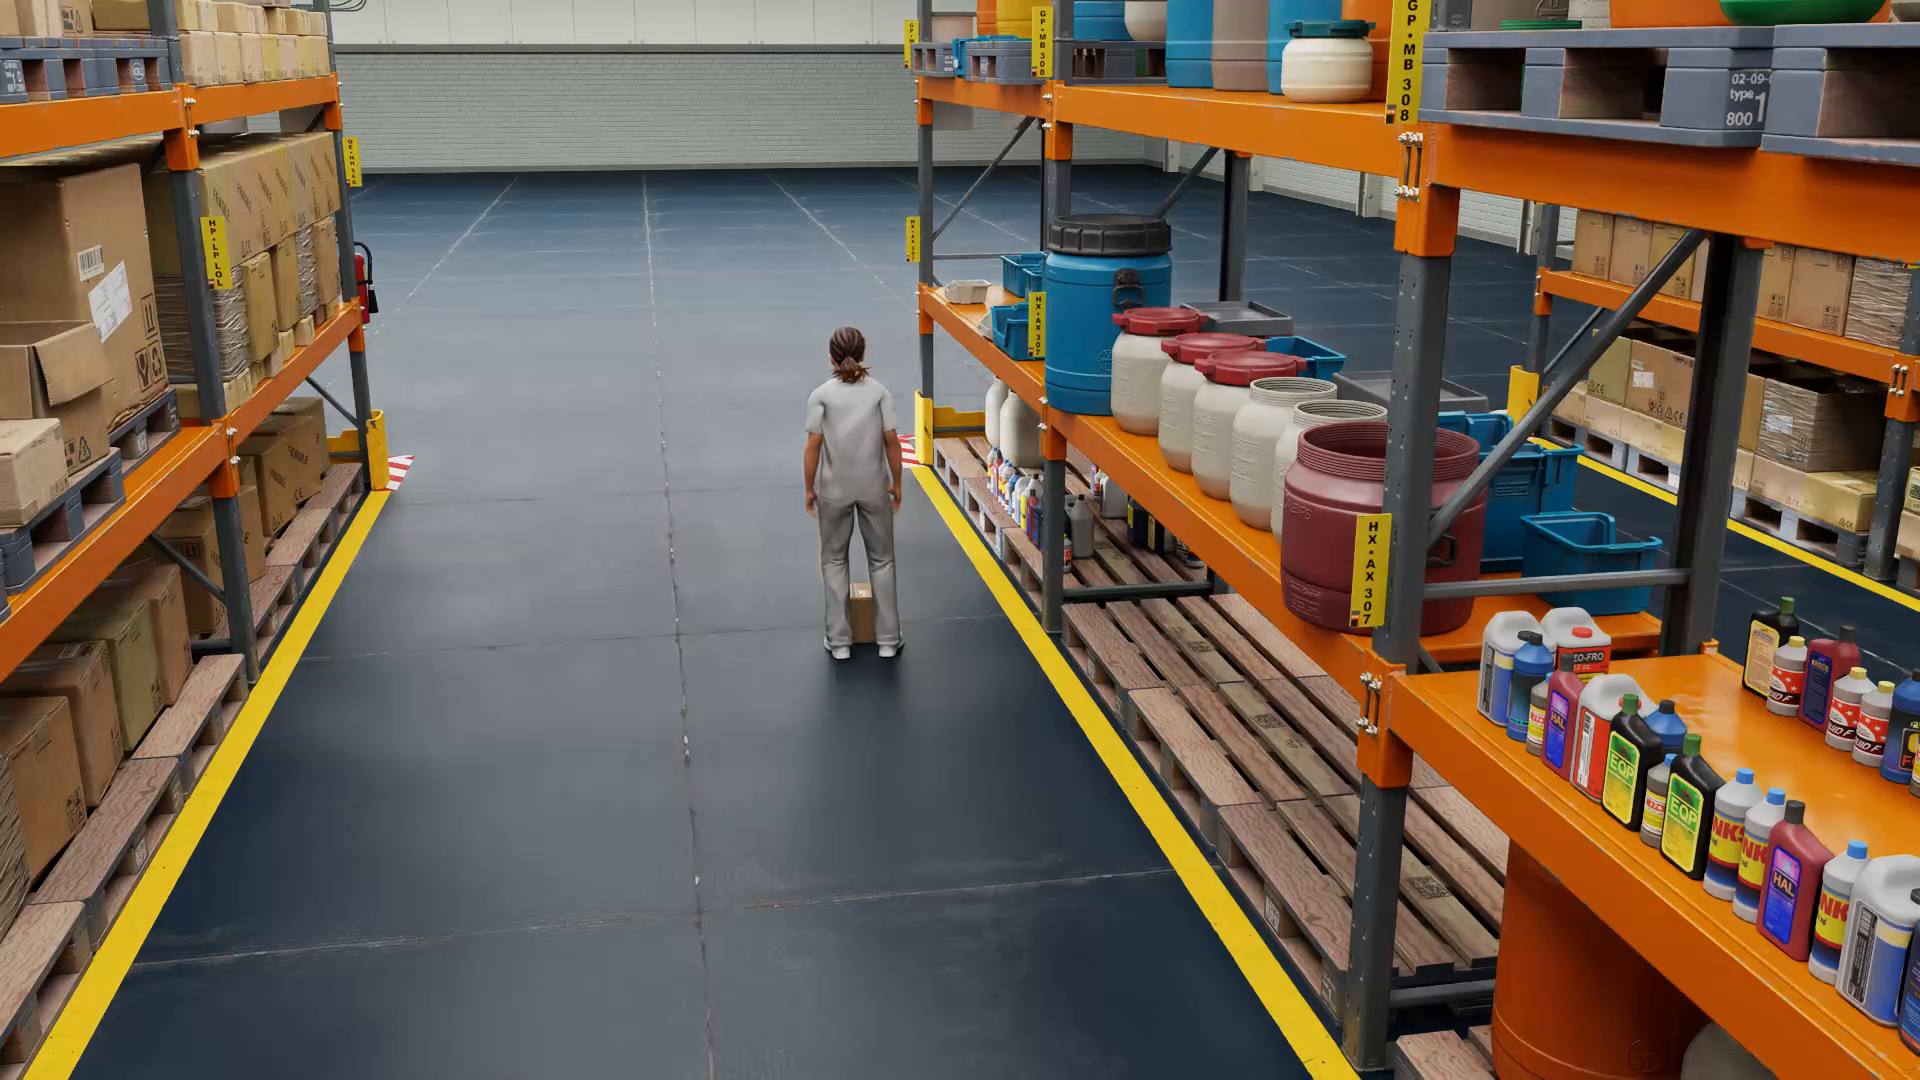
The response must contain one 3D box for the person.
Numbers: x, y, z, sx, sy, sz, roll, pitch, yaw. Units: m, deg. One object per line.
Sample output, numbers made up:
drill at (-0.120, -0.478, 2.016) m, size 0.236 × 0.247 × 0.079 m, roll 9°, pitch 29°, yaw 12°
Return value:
person at (-0.526, -0.228, 8.313) m, size 0.502 × 1.672 × 0.354 m, roll -2°, pitch 17°, yaw -7°
